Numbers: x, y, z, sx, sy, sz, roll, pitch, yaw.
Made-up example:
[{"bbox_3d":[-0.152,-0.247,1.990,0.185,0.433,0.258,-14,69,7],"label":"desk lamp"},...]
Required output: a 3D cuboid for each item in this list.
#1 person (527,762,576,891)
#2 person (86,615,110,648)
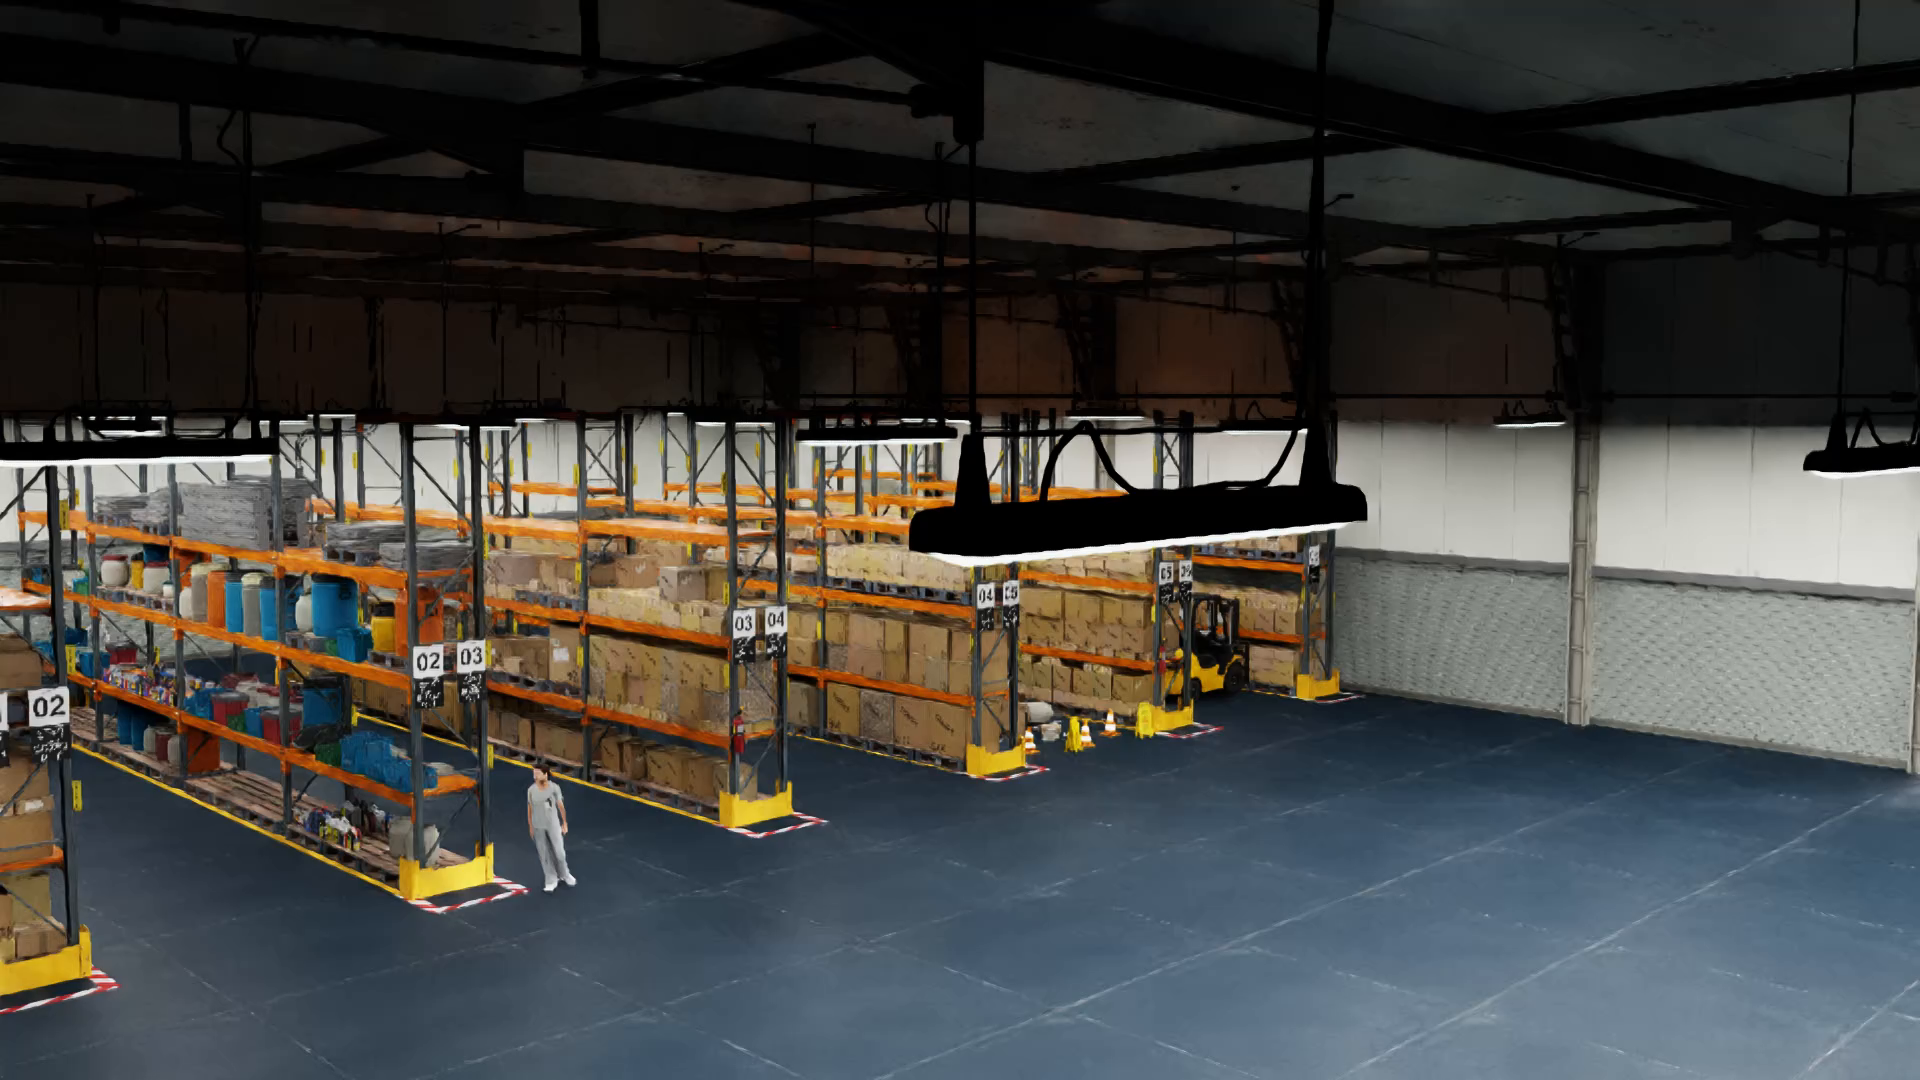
[{"bbox_3d":[-5.232,3.654,21.278,0.592,1.656,0.443,0,5,-2],"label":"person"},{"bbox_3d":[-19.026,2.393,36.599,0.519,1.541,0.566,4,7,42],"label":"person"}]
